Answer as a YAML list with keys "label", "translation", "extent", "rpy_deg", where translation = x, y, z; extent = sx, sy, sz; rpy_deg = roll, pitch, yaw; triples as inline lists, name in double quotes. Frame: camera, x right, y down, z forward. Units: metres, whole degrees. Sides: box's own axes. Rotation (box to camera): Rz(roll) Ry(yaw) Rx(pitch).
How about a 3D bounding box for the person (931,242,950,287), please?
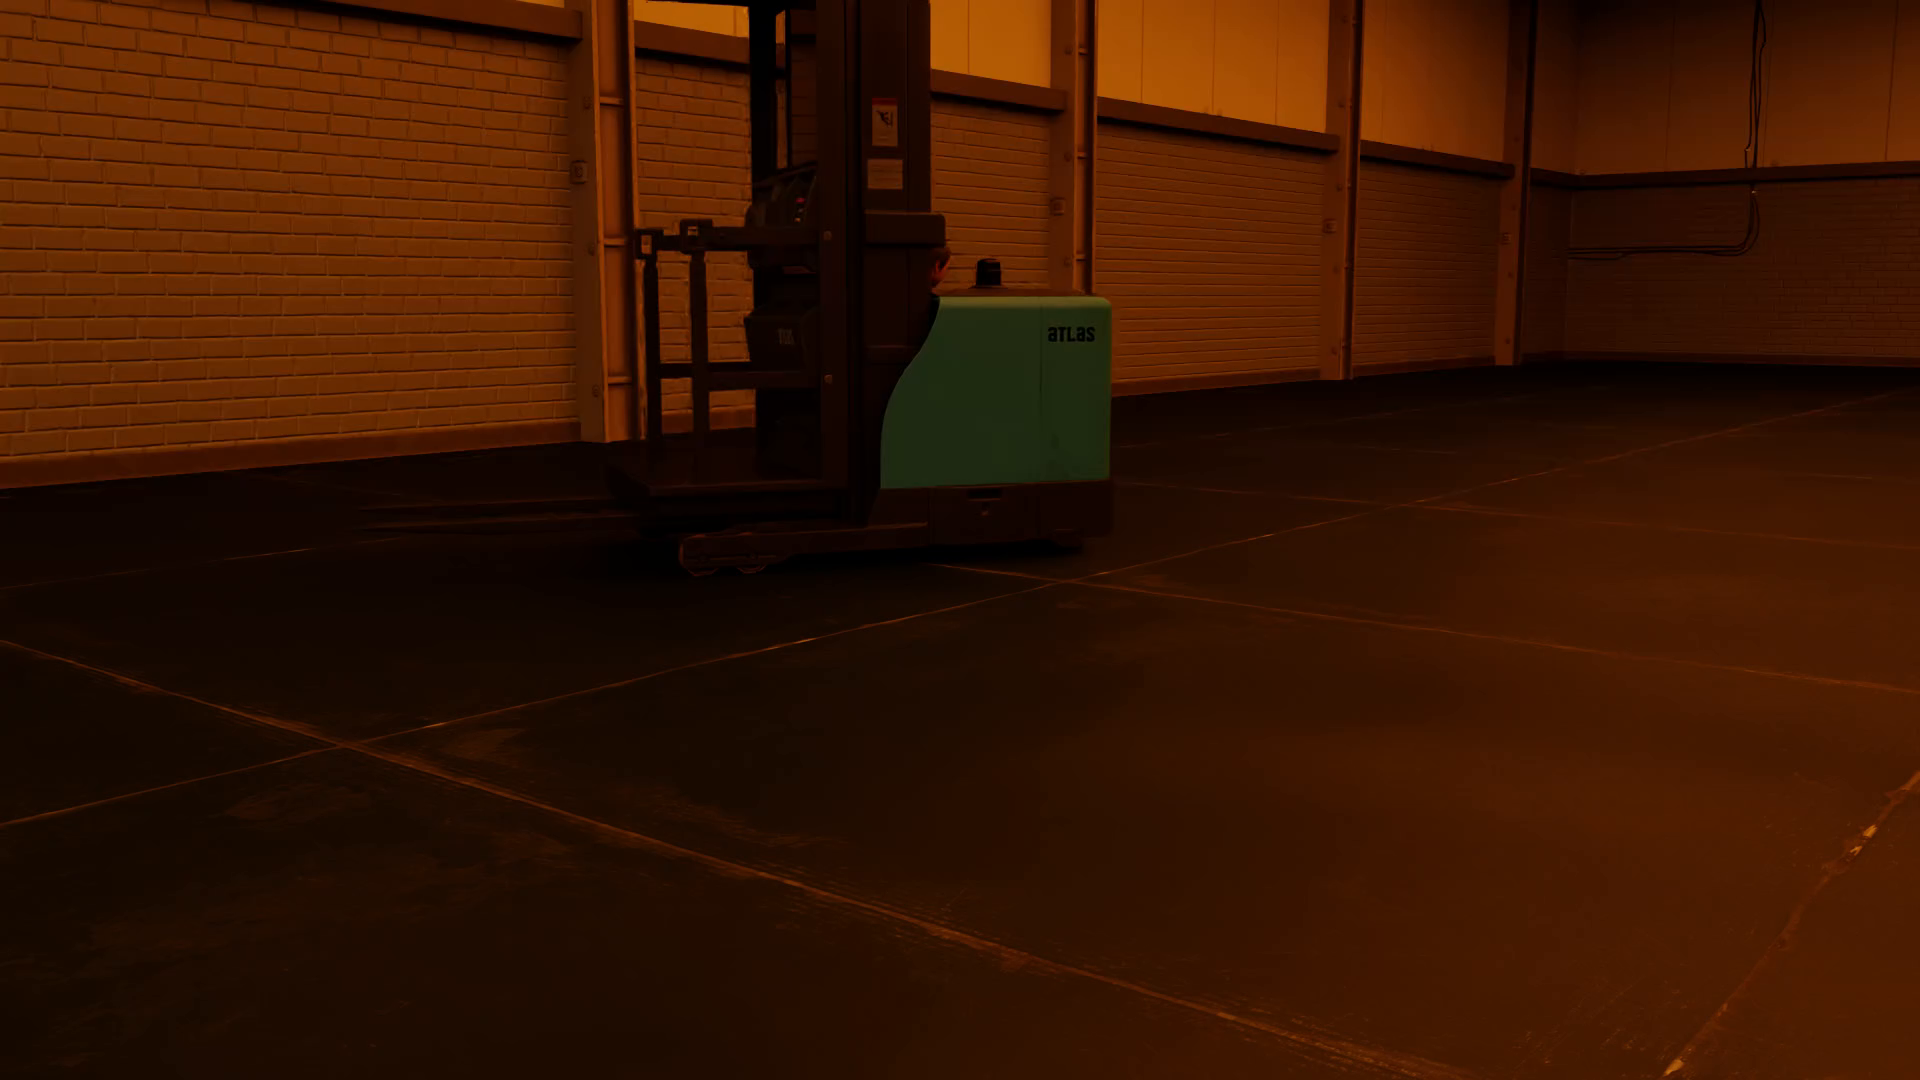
- label: "person"
  translation: [-0.141, -0.823, 8.339]
  extent: [0.760, 1.377, 1.526]
  rpy_deg: [-2, 9, -15]

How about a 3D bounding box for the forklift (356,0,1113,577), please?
- label: "forklift"
  translation: [-0.920, -1.393, 6.805]
  extent: [3.031, 2.935, 1.130]
  rpy_deg: [-3, 9, -20]
